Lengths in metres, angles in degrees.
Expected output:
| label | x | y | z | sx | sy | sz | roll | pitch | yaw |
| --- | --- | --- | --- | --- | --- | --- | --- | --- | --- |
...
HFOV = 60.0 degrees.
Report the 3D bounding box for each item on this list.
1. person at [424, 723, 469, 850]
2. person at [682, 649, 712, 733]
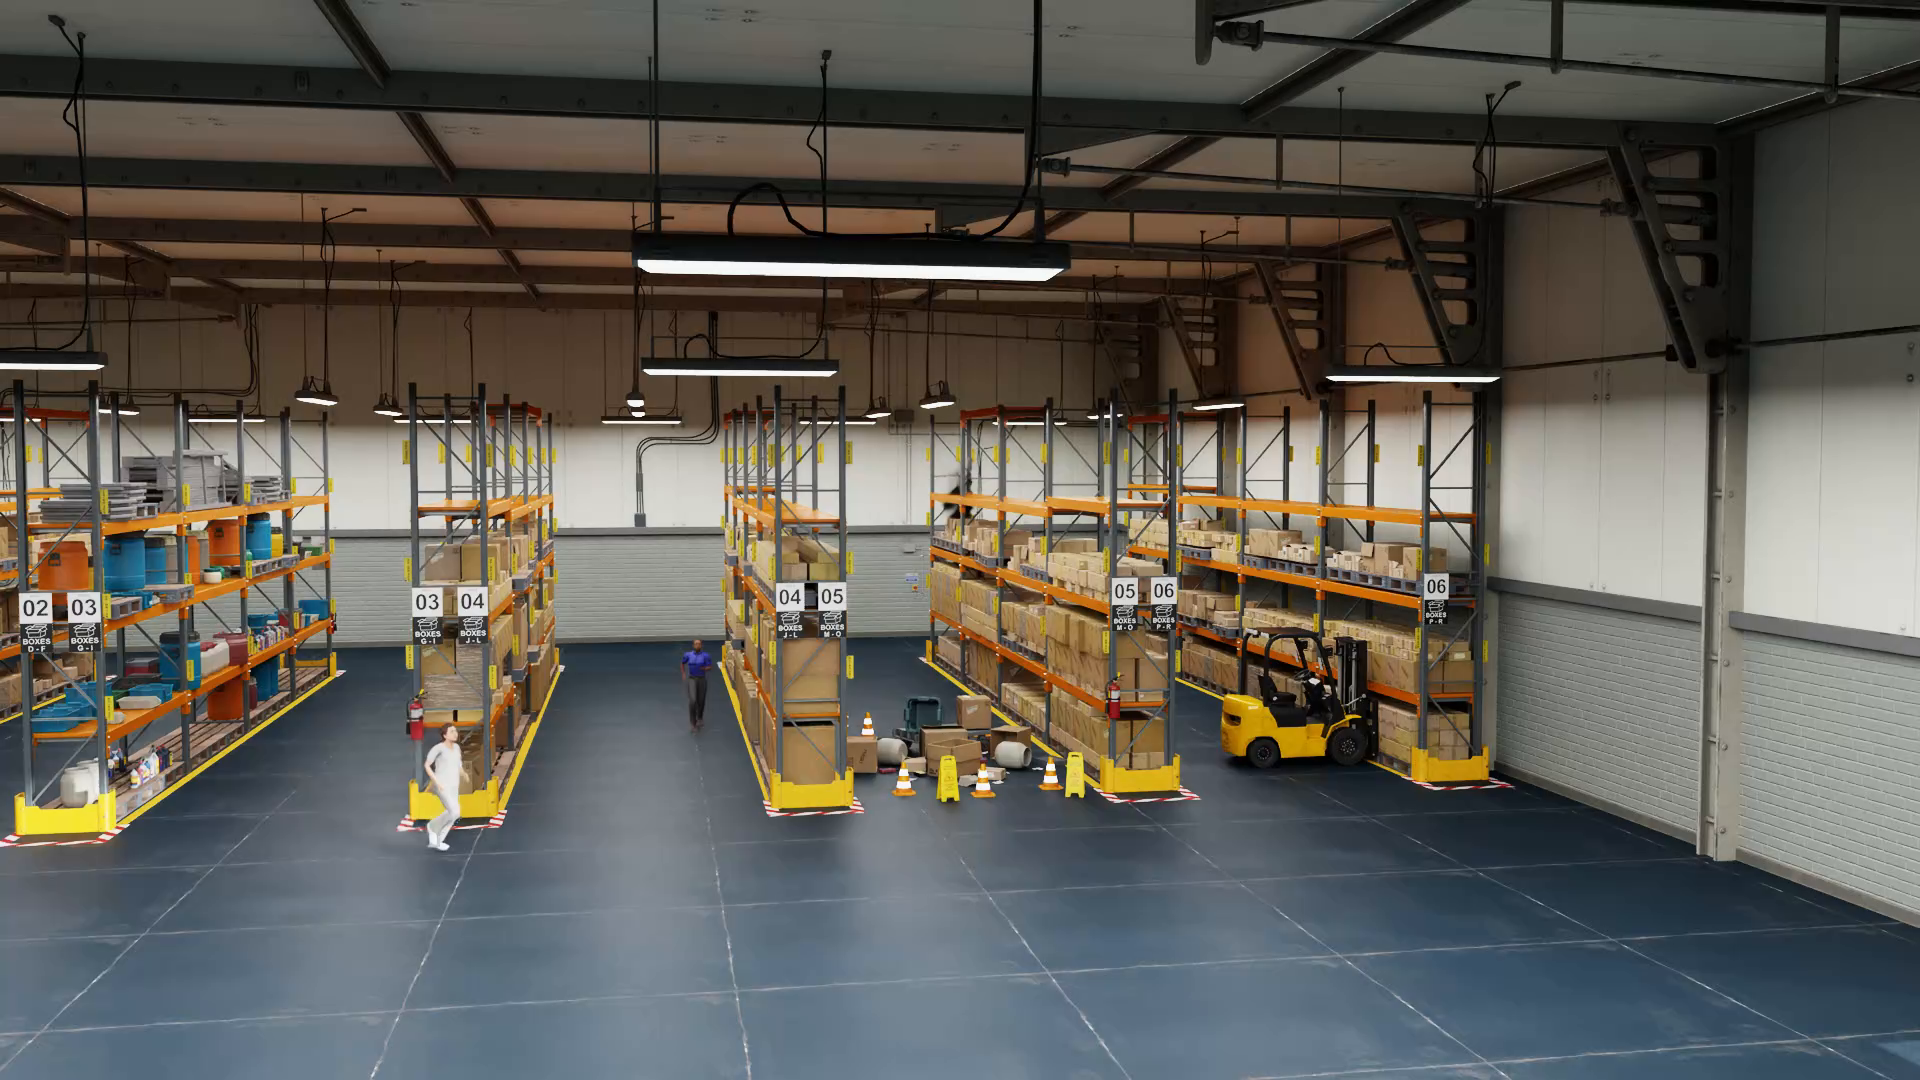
| label | x | y | z | sx | sy | sz | roll | pitch | yaw |
| --- | --- | --- | --- | --- | --- | --- | --- | --- | --- |
| person | -6.497 | 3.127 | 21.124 | 0.554 | 1.608 | 0.522 | 1 | 3 | 26 |
| person | -4.792 | 2.744 | 30.332 | 0.511 | 1.511 | 0.724 | -1 | 3 | -17 |
